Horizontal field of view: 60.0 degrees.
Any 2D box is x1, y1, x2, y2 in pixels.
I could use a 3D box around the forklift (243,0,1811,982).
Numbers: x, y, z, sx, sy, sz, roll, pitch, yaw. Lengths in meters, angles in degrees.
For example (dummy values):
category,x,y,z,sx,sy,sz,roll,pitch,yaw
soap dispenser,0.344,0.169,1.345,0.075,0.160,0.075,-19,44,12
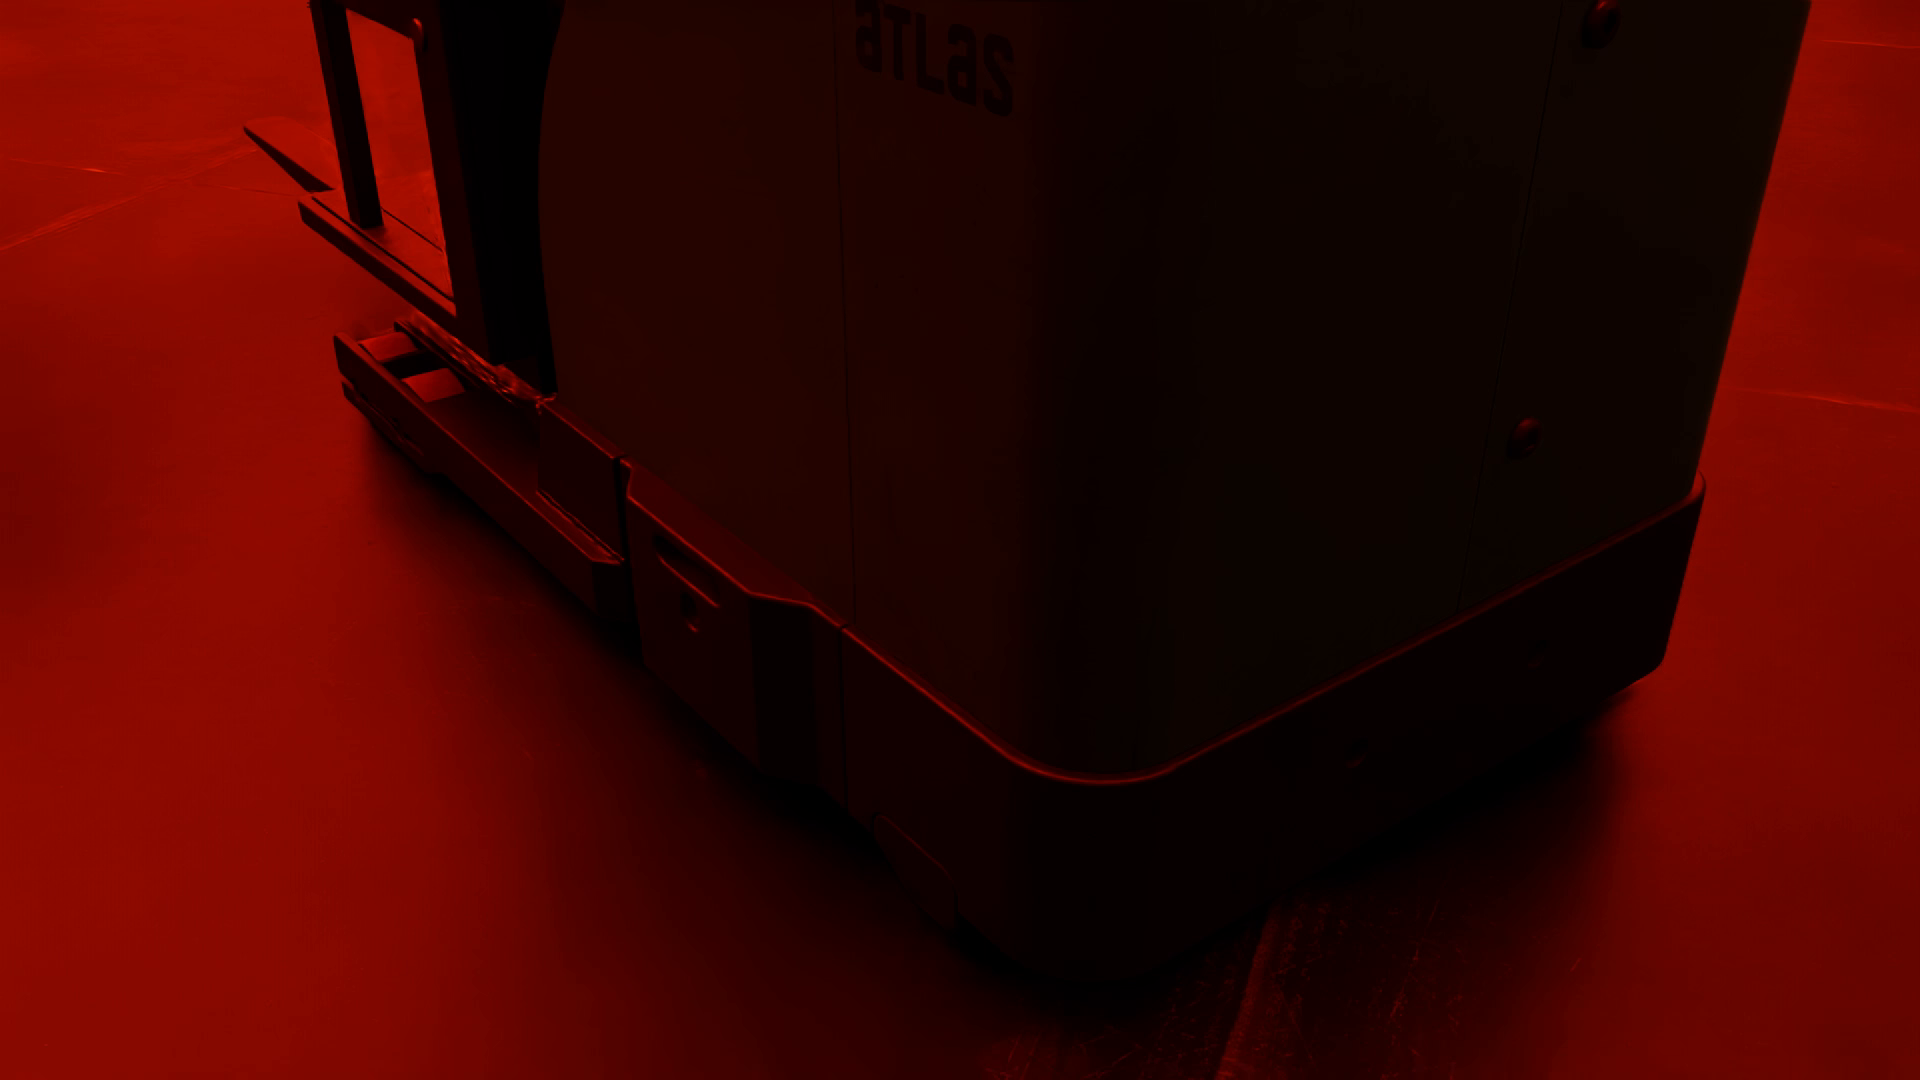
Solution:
category,x,y,z,sx,sy,sz,roll,pitch,yaw
forklift,-0.397,-1.515,2.200,1.130,2.935,3.031,-21,36,-32
